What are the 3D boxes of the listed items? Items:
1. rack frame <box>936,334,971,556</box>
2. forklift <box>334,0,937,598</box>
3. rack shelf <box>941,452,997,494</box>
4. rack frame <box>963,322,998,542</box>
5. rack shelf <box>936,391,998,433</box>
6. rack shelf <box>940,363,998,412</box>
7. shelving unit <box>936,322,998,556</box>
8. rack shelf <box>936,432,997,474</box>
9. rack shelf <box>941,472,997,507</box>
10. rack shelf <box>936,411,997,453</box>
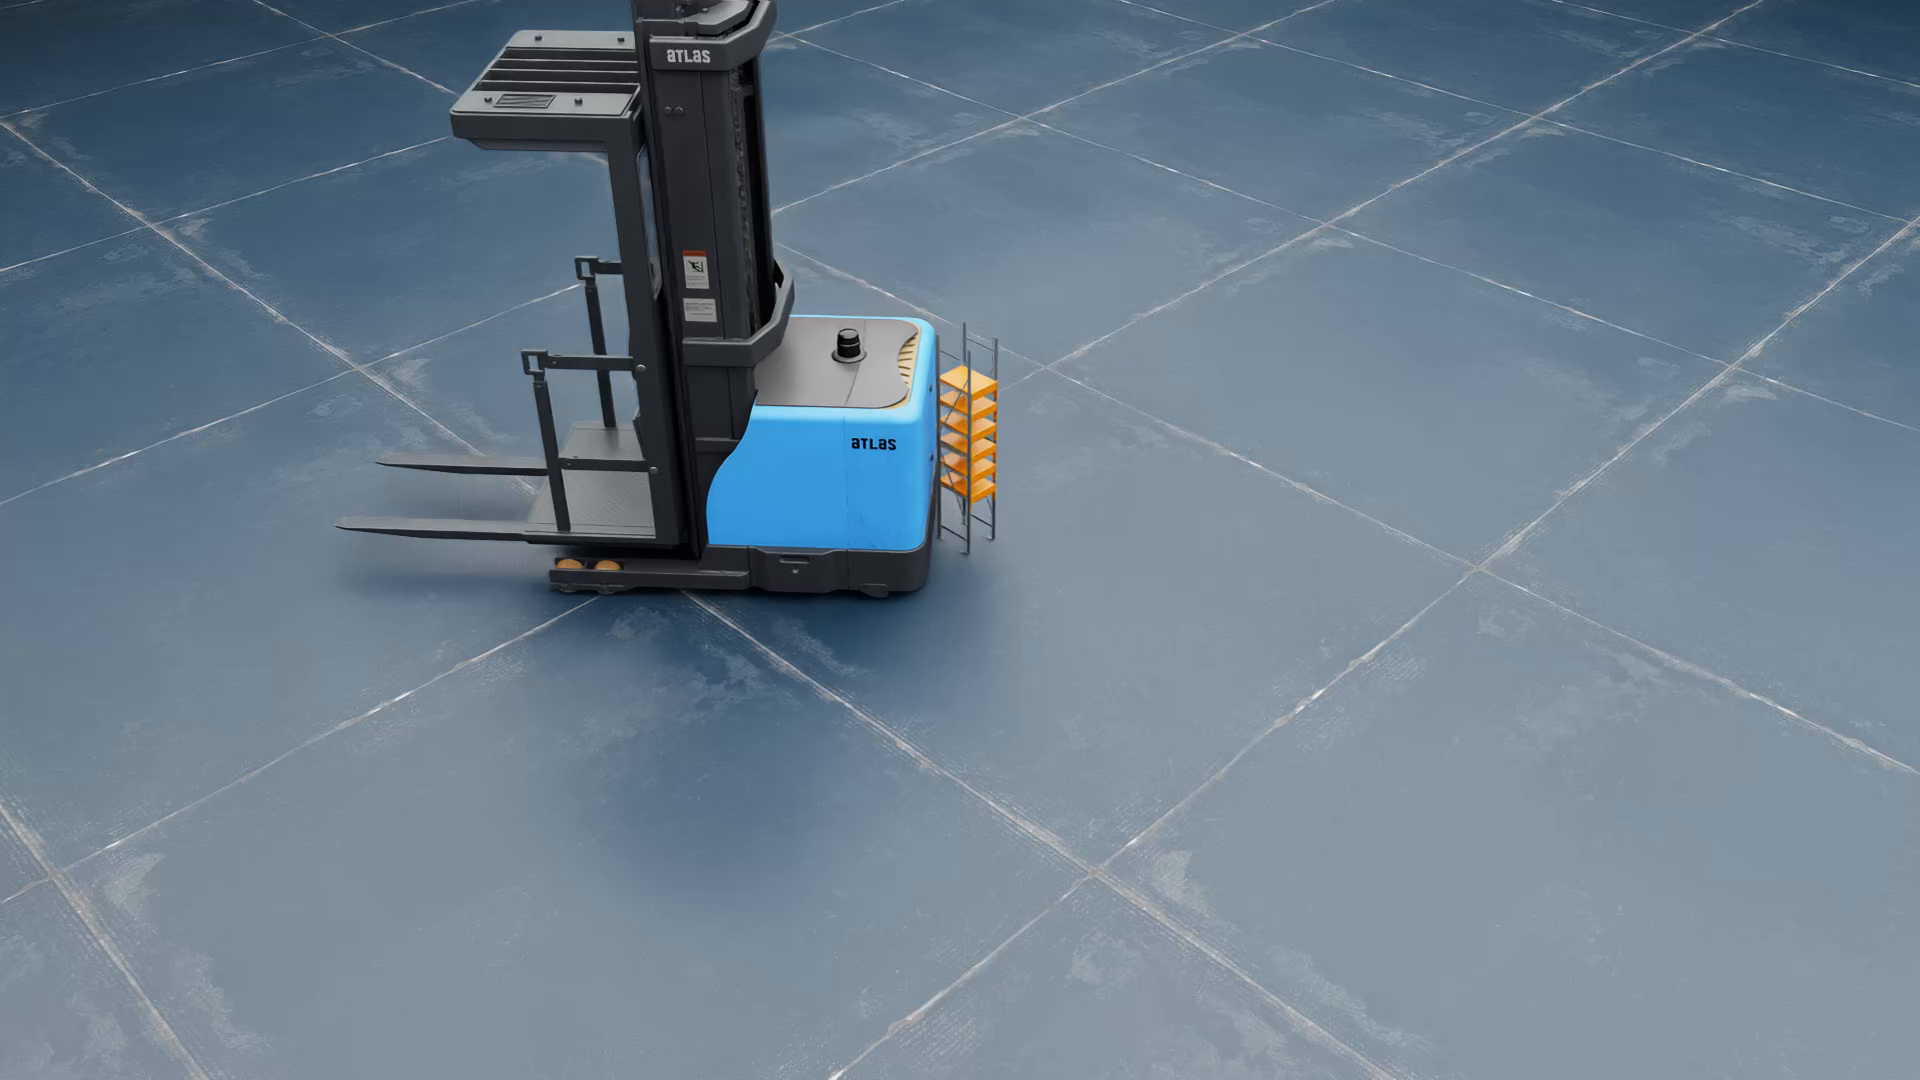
[{"bbox_3d":[-0.031,-0.460,8.351,0.006,1.200,0.240,-29,44,-35],"label":"rack frame"},{"bbox_3d":[-1.655,-1.232,7.945,3.031,2.935,1.130,2,35,3],"label":"forklift"},{"bbox_3d":[0.034,-0.362,8.498,0.180,0.103,0.258,-29,44,-35],"label":"rack shelf"},{"bbox_3d":[0.100,-0.533,8.456,0.006,1.200,0.240,-29,44,-35],"label":"rack frame"},{"bbox_3d":[0.034,-0.657,8.292,0.180,0.103,0.258,-29,44,-35],"label":"rack shelf"},{"bbox_3d":[0.034,-0.755,8.223,0.180,0.103,0.258,-29,44,-35],"label":"rack shelf"},{"bbox_3d":[0.034,-0.496,8.404,0.189,1.200,0.258,-29,44,-35],"label":"shelving unit"},{"bbox_3d":[0.034,-0.460,8.429,0.180,0.103,0.258,-29,44,-35],"label":"rack shelf"},{"bbox_3d":[0.034,-0.263,8.566,0.180,0.103,0.258,-29,44,-35],"label":"rack shelf"},{"bbox_3d":[0.034,-0.558,8.361,0.180,0.103,0.258,-29,44,-35],"label":"rack shelf"}]
